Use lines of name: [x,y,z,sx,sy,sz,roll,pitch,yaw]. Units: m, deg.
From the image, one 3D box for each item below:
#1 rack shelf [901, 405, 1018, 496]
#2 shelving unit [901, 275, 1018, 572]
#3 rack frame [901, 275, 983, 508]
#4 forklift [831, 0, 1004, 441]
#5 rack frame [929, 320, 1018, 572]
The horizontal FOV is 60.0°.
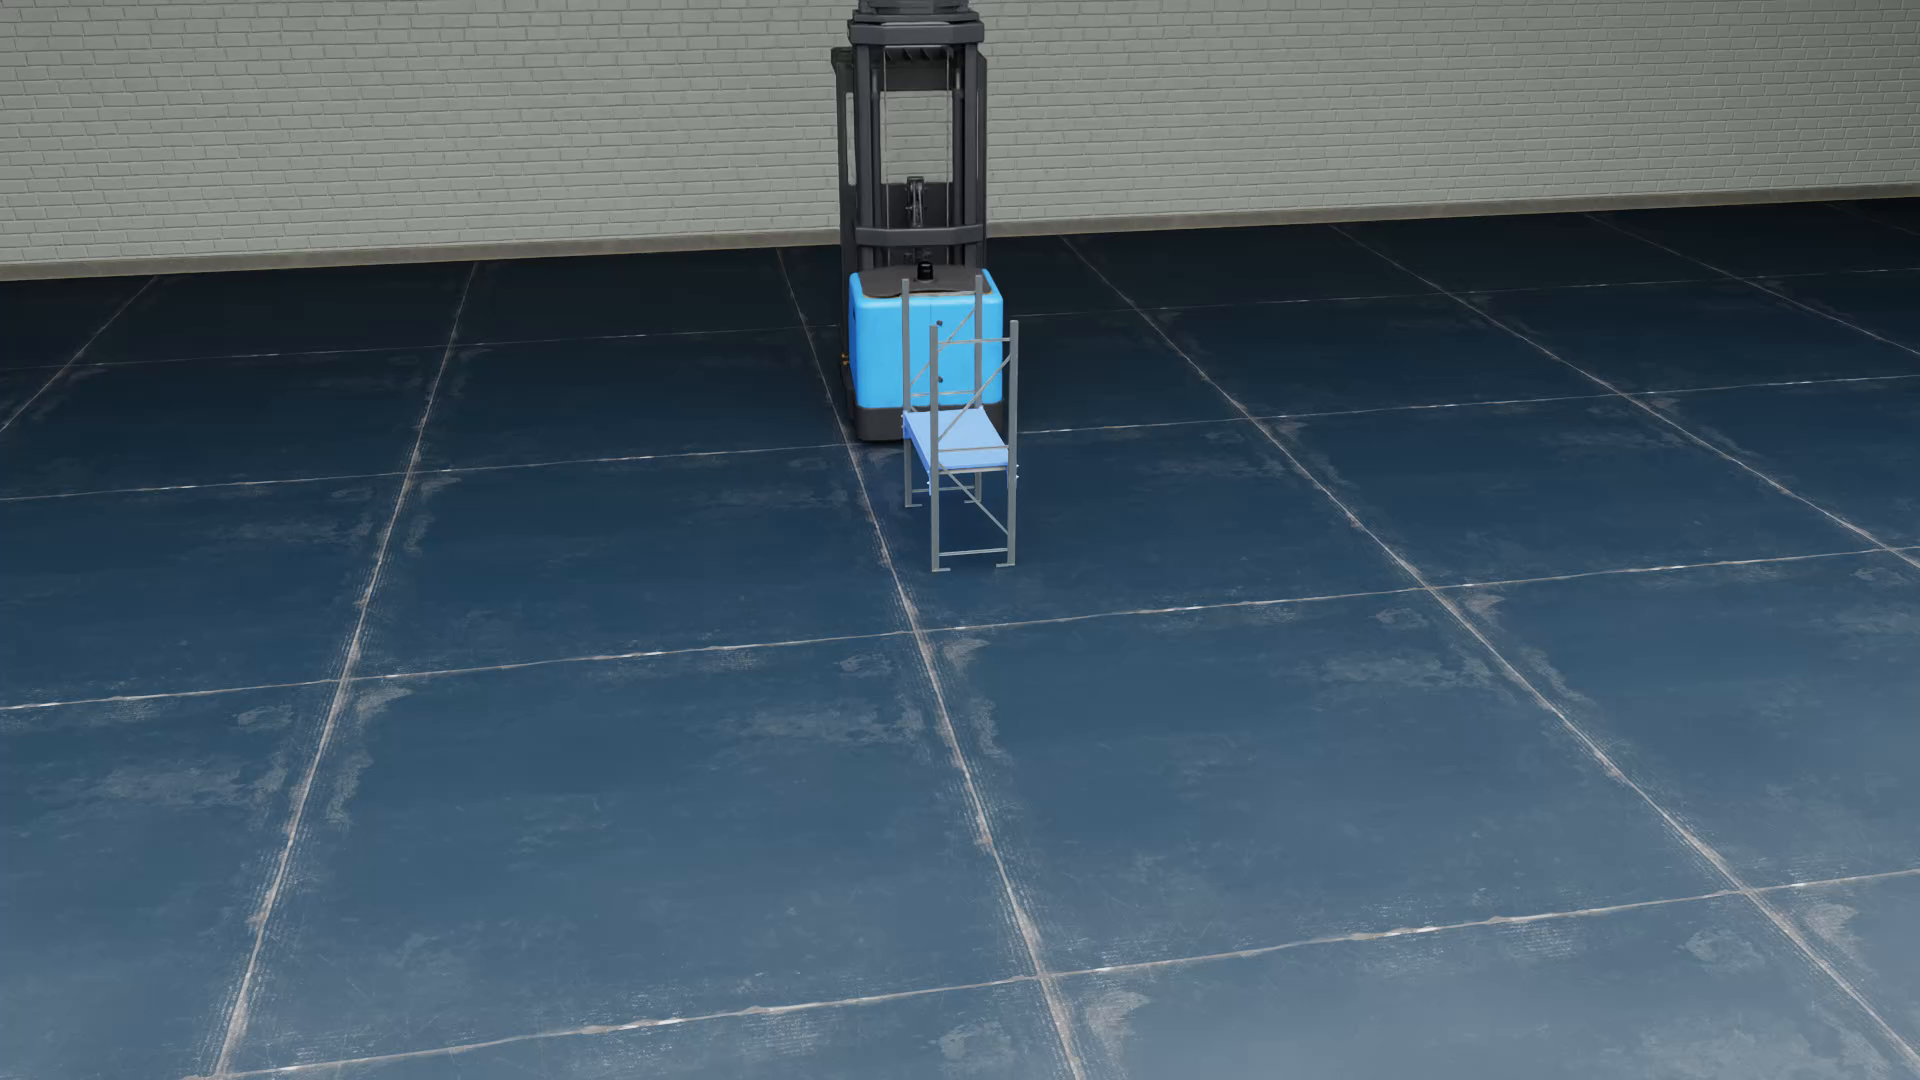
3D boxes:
rack shelf: [-0.016,-0.556,10.099,0.538,0.185,1.000,-4,24,-10]
shelving unit: [-0.016,-0.721,10.027,0.538,1.500,1.048,-4,24,-10]
rack frame: [-0.110,-0.921,10.484,0.500,1.500,0.032,-4,24,-10]
forklift: [-0.378,-2.594,12.527,1.130,2.935,3.031,-3,24,-6]
rack frame: [0.078,-0.521,9.569,0.500,1.500,0.032,-4,24,-10]
